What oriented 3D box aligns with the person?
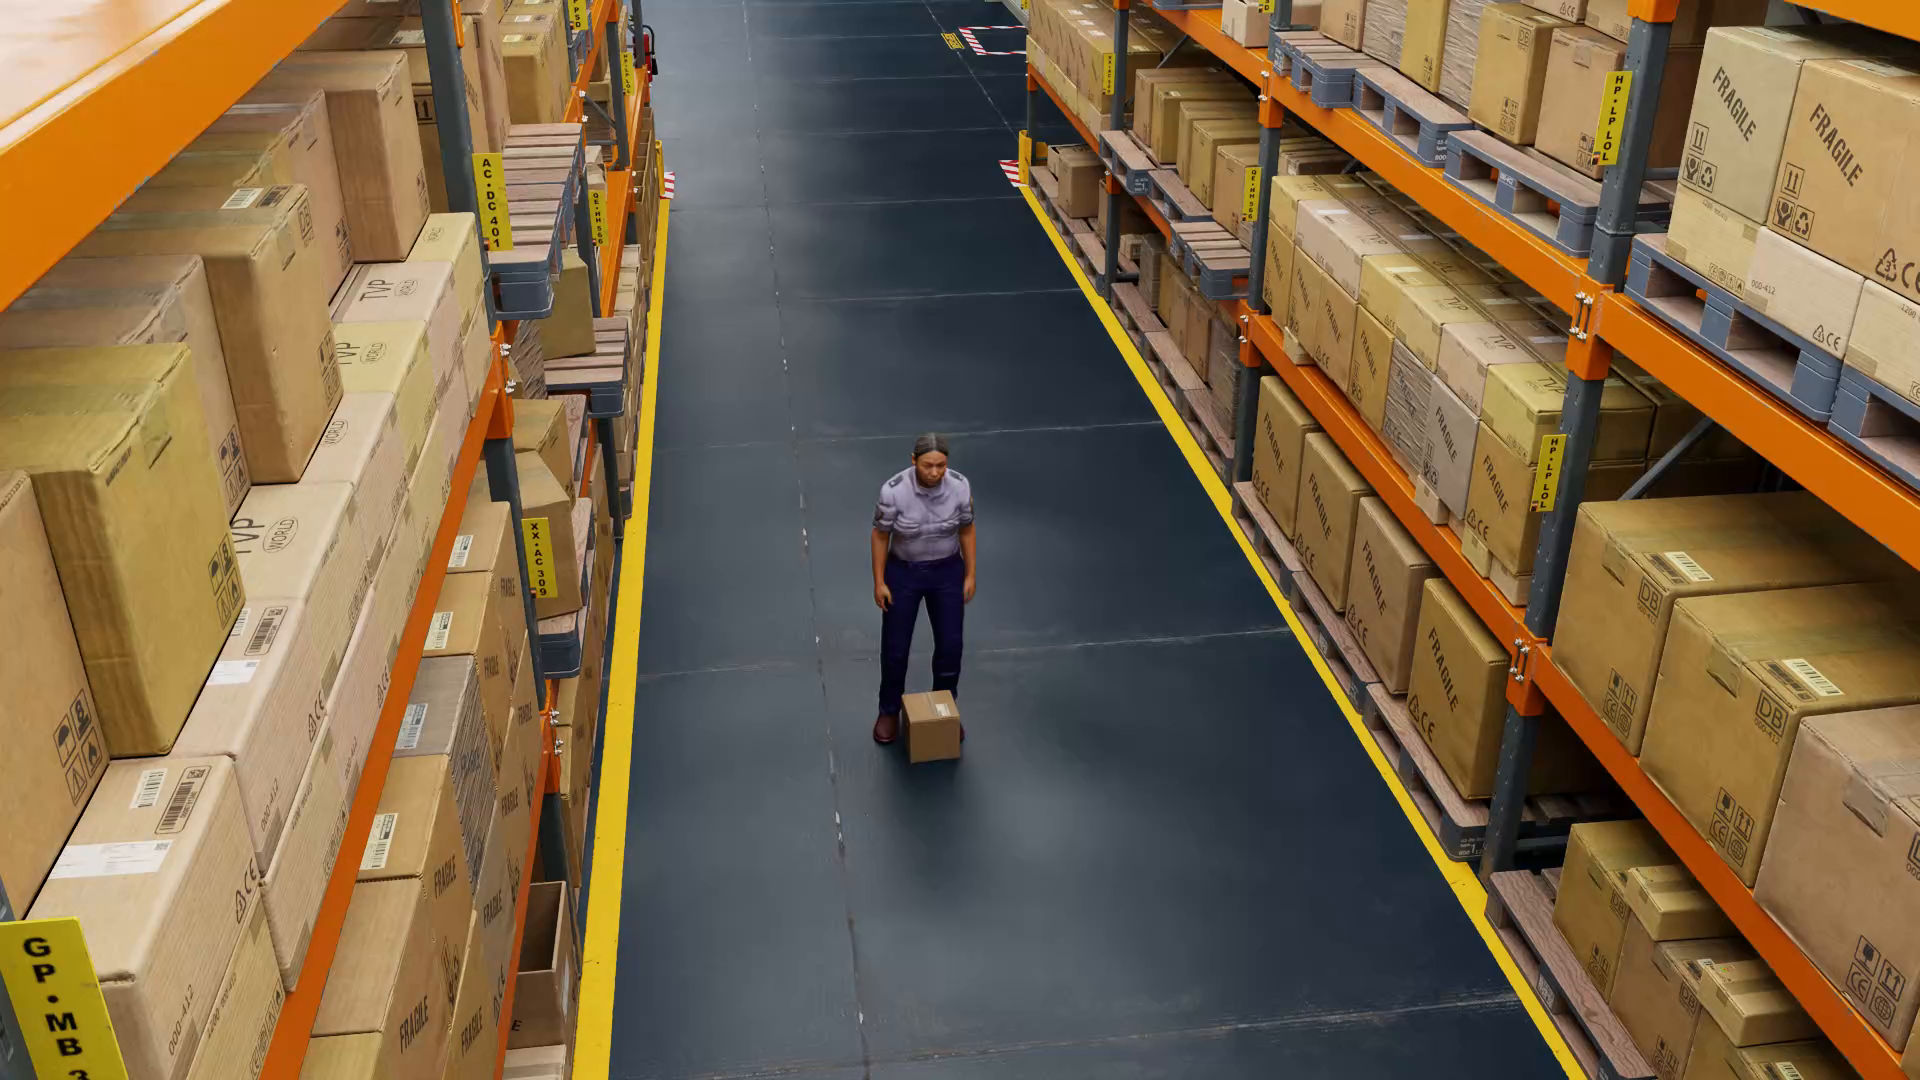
[{"bbox_3d":[-0.181,0.225,8.208,0.557,1.636,0.425,-5,28,-10],"label":"person"}]
